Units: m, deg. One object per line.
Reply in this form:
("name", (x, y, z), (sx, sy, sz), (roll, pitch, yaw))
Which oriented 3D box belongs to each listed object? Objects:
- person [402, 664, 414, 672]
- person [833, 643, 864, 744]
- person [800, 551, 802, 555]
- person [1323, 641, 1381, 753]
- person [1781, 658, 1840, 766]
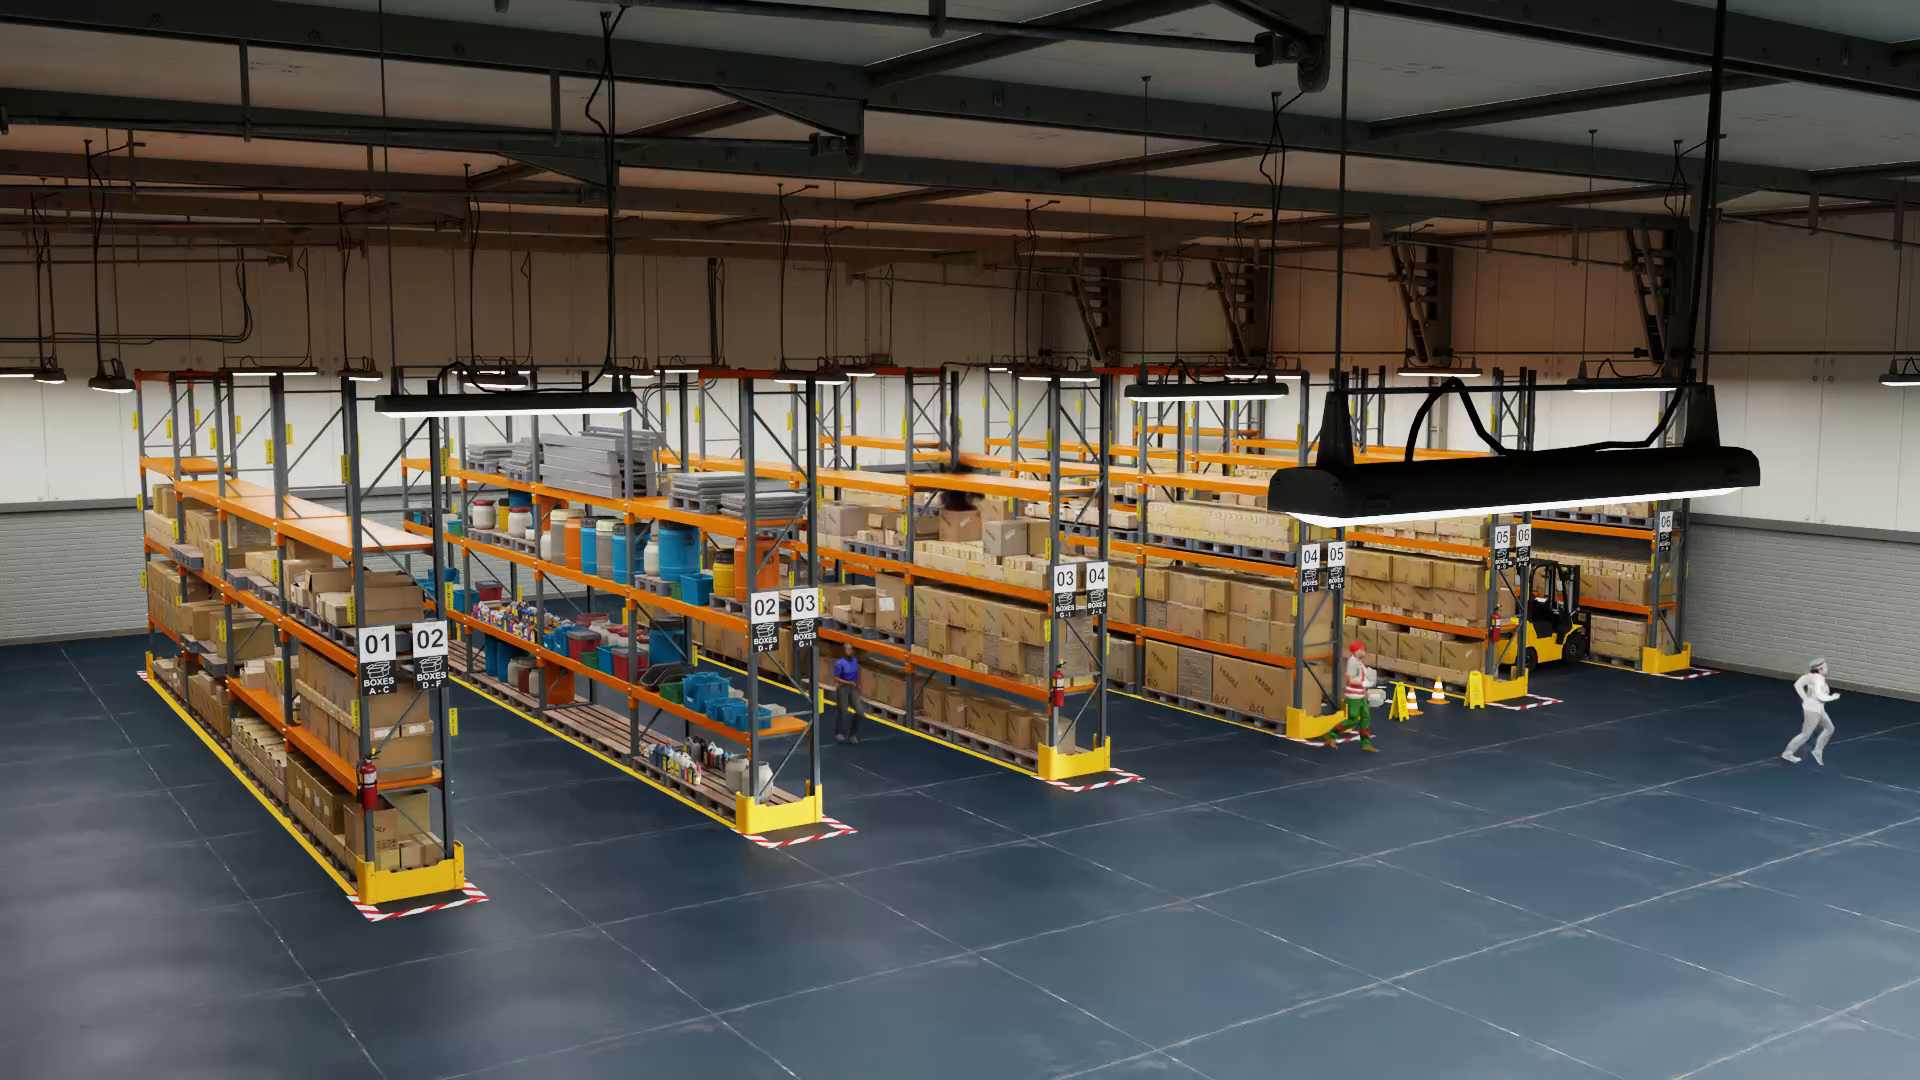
("person", (-9.918, 2.146, 29.968), (0.615, 1.624, 0.727), (-5, 8, -39))
("person", (-1.793, 2.504, 26.888), (0.576, 1.682, 0.695), (-5, 8, -36))
("person", (-3.834, 1.105, 38.881), (0.622, 1.731, 0.830), (-4, 7, -30))
("person", (6.203, 2.479, 26.230), (0.899, 1.801, 0.659), (1, 7, 8))
("person", (13.031, 2.639, 25.430), (0.729, 1.710, 0.594), (2, 7, 19))
